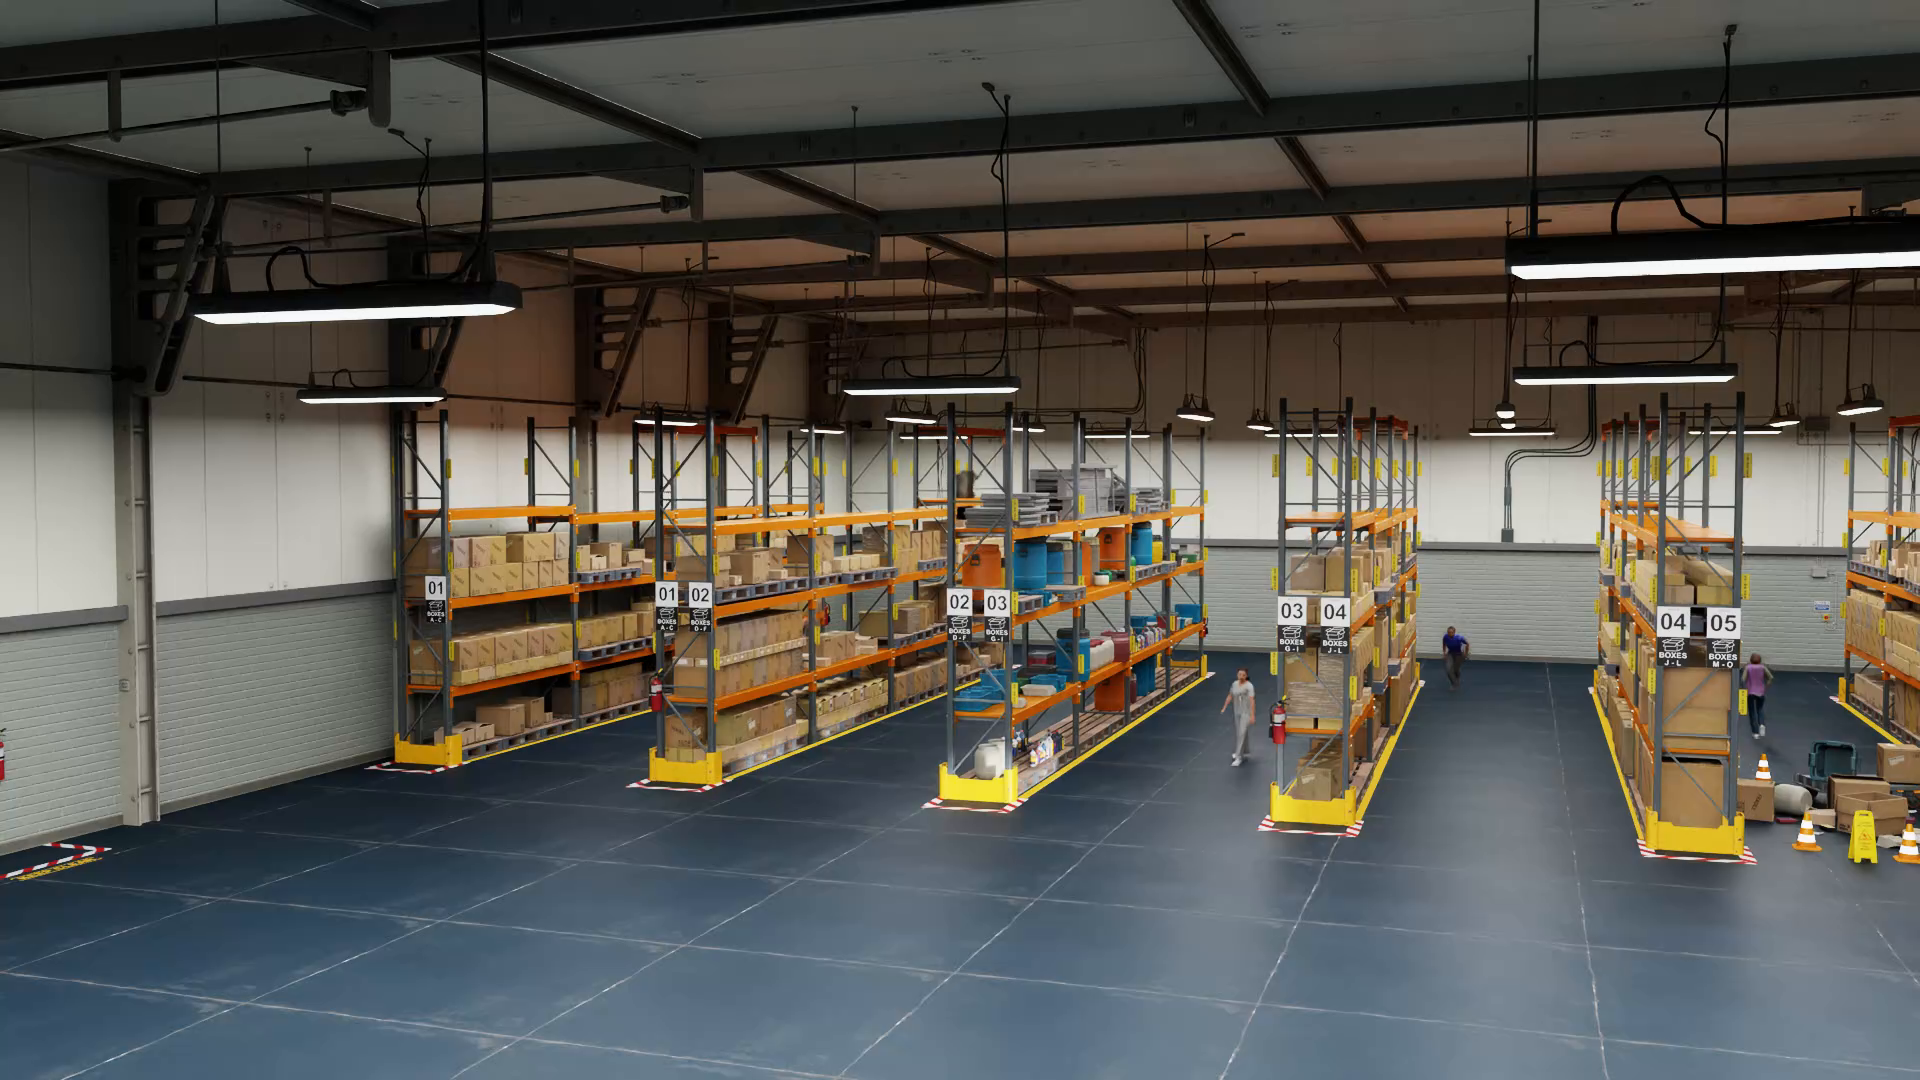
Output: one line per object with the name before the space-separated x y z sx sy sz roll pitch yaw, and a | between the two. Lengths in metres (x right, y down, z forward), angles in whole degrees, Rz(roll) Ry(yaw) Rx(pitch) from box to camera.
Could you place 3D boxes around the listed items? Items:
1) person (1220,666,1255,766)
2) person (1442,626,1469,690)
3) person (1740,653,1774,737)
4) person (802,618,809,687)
person | 4.766 2.966 28.336 0.758 1.664 0.610 -2 3 -38
person | 11.251 2.665 37.709 0.588 1.471 0.860 1 3 30
person | 14.829 2.875 30.987 0.546 1.564 0.605 1 3 16
person | -3.510 2.569 37.495 0.648 1.667 0.960 0 2 5
